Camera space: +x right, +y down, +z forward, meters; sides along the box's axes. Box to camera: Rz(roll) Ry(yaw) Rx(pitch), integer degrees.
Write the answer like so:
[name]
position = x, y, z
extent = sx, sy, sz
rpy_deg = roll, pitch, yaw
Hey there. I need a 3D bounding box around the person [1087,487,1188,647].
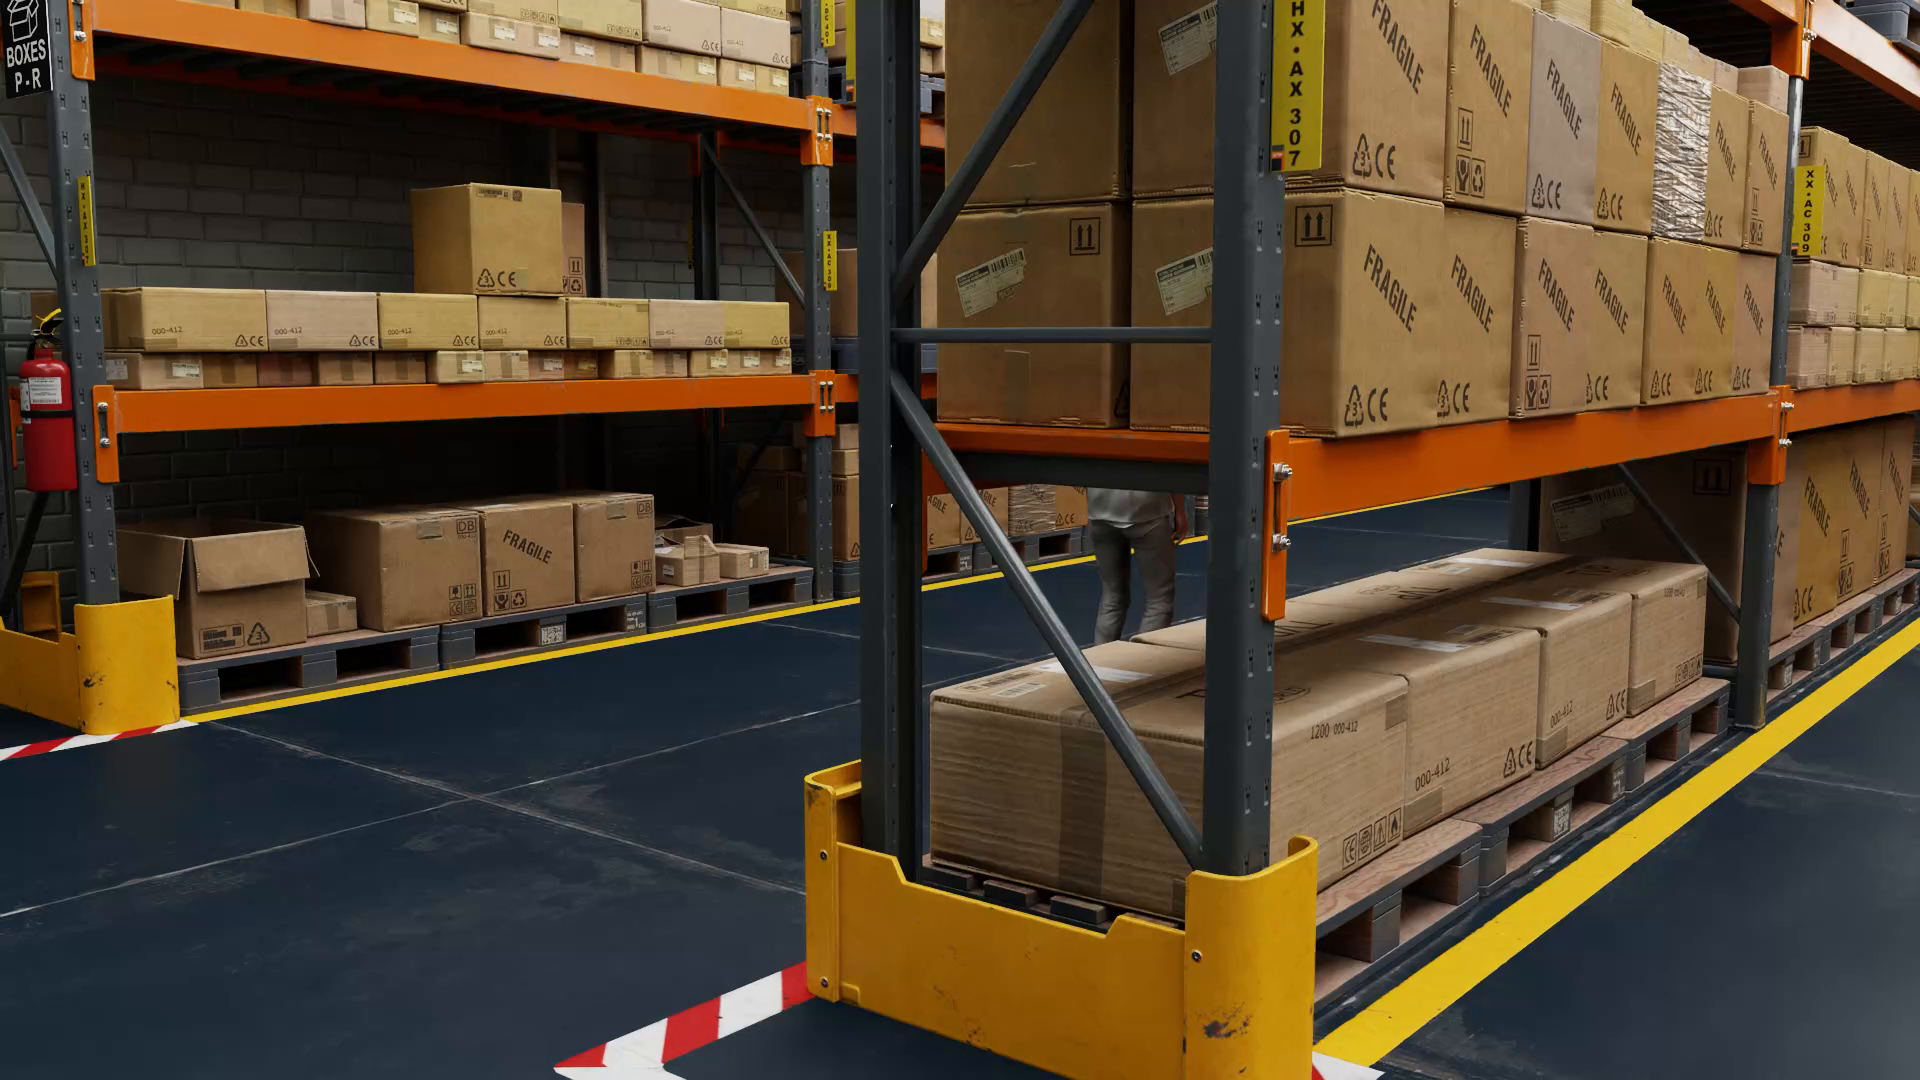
[person]
position = 0.693, -0.092, 6.623
extent = 0.466, 1.593, 0.349
rpy_deg = 6, 9, 39
